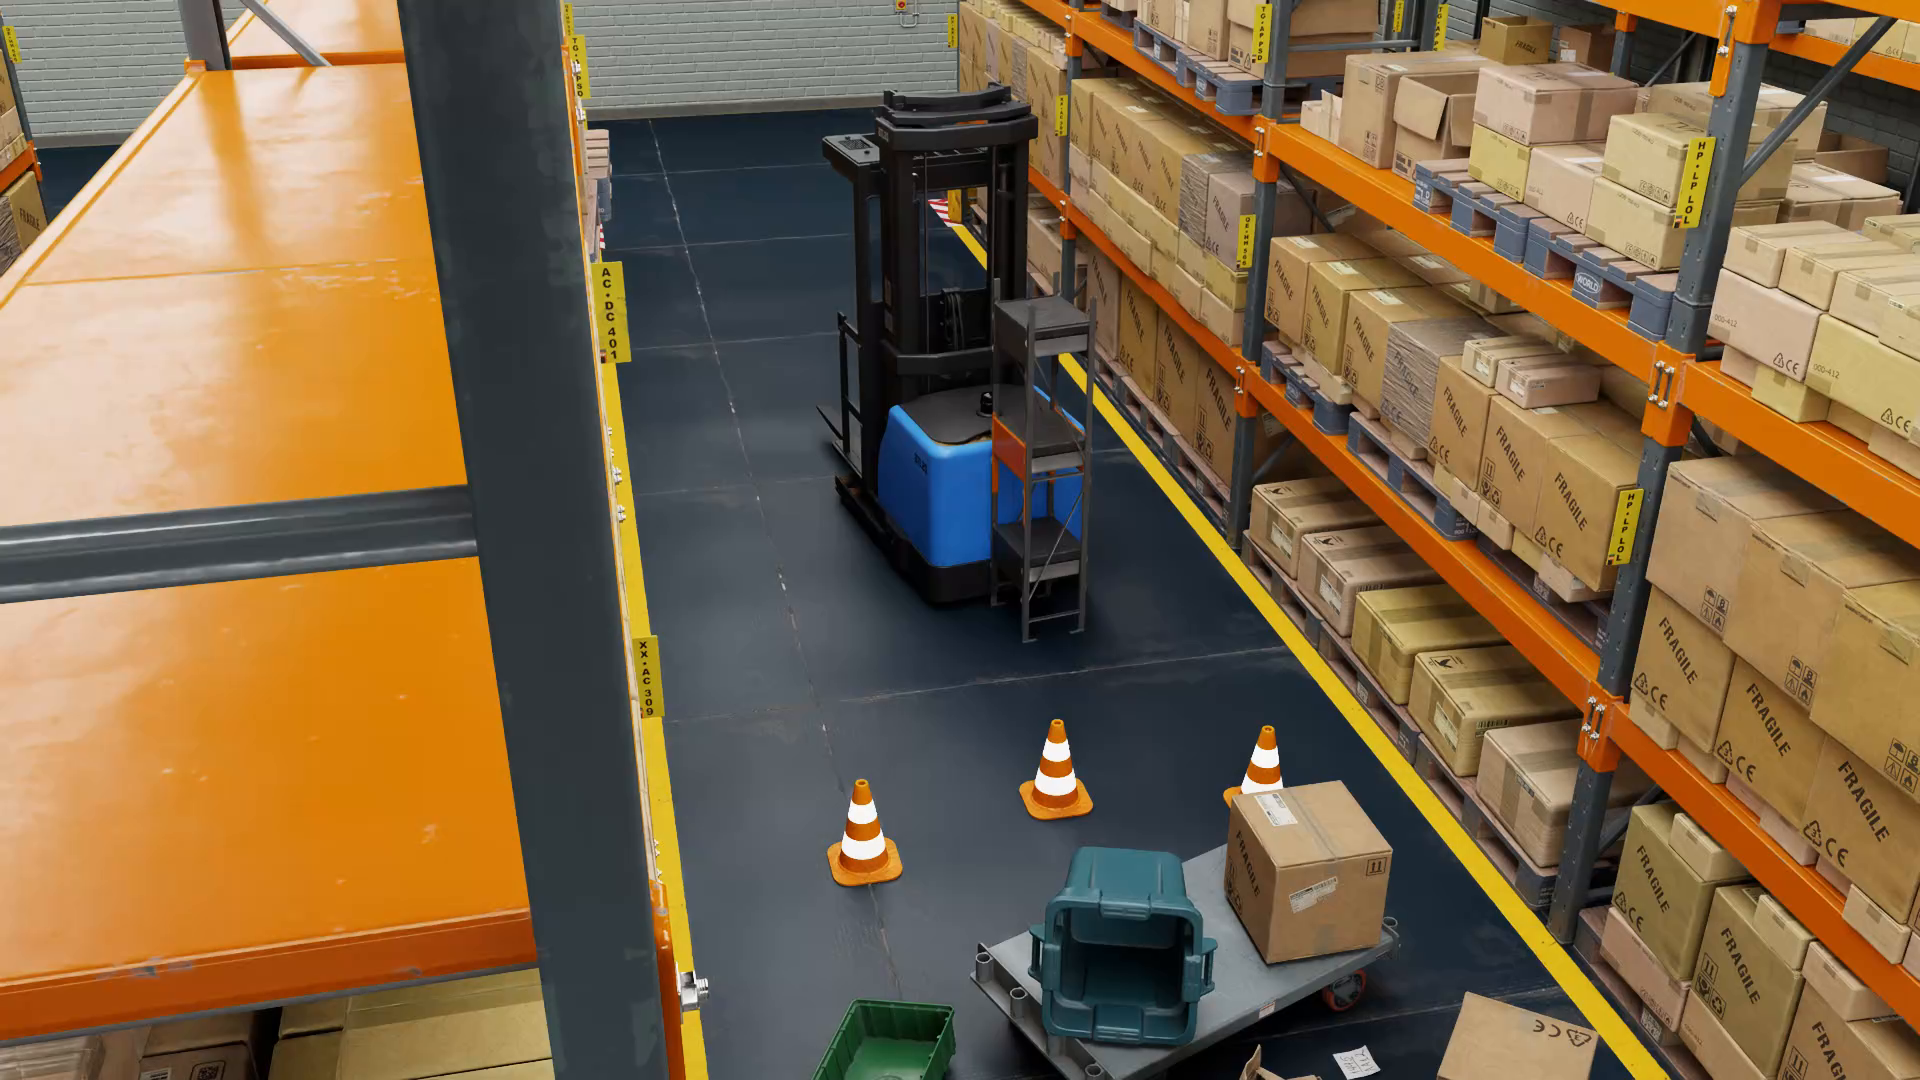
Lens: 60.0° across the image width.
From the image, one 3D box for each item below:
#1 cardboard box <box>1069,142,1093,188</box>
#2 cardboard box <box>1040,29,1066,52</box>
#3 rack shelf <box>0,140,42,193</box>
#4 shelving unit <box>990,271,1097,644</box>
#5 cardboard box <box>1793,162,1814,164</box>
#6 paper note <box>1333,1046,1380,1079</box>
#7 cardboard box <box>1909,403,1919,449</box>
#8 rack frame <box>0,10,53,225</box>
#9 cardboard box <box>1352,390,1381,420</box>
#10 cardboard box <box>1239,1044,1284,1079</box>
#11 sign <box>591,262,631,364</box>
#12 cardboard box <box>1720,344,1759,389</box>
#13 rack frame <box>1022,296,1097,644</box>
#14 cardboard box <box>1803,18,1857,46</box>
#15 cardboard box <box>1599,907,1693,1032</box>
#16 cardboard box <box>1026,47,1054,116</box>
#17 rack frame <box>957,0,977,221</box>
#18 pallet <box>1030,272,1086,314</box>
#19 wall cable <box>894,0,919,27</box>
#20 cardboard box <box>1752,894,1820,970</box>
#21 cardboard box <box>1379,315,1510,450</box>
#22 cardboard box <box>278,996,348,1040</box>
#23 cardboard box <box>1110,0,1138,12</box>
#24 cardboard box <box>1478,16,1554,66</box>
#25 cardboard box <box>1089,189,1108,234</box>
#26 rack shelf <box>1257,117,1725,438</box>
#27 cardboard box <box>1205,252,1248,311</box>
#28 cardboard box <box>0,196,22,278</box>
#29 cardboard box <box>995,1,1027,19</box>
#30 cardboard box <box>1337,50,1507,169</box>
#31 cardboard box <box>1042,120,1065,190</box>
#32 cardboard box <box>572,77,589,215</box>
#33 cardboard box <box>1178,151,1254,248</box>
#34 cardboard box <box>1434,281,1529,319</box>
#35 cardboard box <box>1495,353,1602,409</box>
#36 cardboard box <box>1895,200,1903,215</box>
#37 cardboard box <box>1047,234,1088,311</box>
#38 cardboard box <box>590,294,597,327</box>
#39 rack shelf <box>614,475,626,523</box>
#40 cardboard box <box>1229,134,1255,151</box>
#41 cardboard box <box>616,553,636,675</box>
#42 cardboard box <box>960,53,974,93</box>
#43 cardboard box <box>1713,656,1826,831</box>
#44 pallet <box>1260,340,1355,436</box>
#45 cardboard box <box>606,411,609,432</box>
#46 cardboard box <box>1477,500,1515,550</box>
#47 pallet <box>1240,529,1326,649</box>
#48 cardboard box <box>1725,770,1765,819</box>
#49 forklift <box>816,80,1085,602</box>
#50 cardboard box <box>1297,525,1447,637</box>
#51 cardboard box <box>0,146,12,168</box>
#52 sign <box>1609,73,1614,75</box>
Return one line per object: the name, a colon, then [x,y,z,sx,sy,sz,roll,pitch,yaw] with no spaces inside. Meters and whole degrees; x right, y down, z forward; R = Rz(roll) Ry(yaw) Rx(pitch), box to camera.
cardboard box: [1.193,-3.036,13.395,0.500,0.250,0.500,-7,28,-13]
cardboard box: [0.914,-4.332,14.410,0.380,0.149,0.250,-6,27,-12]
rack shelf: [-8.737,-2.653,13.821,1.077,0.370,4.000,-6,27,-12]
shelving unit: [0.468,-0.458,9.675,0.431,2.100,0.503,-10,28,-19]
cardboard box: [3.315,-1.569,7.248,0.500,0.250,0.500,-6,27,-12]
paper note: [1.629,2.141,6.820,0.148,0.019,0.142,-6,27,-12]
cardboard box: [3.229,-0.327,4.923,0.500,0.250,0.500,-6,27,-11]
rack frame: [-9.188,-3.852,15.399,1.000,3.000,0.127,-6,27,-12]
cardboard box: [2.382,-0.787,9.139,0.380,0.149,0.250,-4,27,-9]
cardboard box: [1.264,2.206,6.431,0.396,0.266,0.258,19,32,32]
sign: [-1.088,-0.705,5.174,0.100,0.325,0.005,-6,27,-12]
cardboard box: [3.001,-0.653,6.012,0.380,0.149,0.250,-6,27,-12]
rack frame: [0.558,-0.356,9.472,0.400,2.100,0.015,-10,28,-19]
cardboard box: [6.526,-3.765,12.064,0.500,0.250,0.500,-6,27,-12]
cardboard box: [3.041,1.736,6.913,0.500,0.250,0.500,-7,28,-14]
cardboard box: [0.887,-3.996,14.463,0.500,0.500,0.500,-6,27,-12]
rack frame: [0.467,-4.858,17.392,1.000,3.000,0.127,-6,27,-12]
pallet: [1.273,-2.199,15.219,1.003,0.211,1.213,-6,27,-12]
wall cable: [-0.826,-7.799,22.056,0.585,1.953,0.123,-6,27,-12]
cardboard box: [3.129,1.399,6.030,0.380,0.149,0.250,-5,27,-10]
cardboard box: [2.502,-0.809,8.463,0.500,0.500,0.500,-7,28,-14]
cardboard box: [-0.701,0.615,2.479,0.500,0.250,0.500,-6,27,-12]
cardboard box: [1.313,-3.933,12.024,0.380,0.166,0.250,-8,28,-15]
cardboard box: [5.480,-4.879,16.439,0.500,0.500,0.500,-5,27,-10]
cardboard box: [1.329,-2.588,13.061,0.500,0.250,0.500,-7,28,-13]
rack shelf: [2.721,-1.486,8.181,1.077,0.370,4.000,-6,27,-12]
cardboard box: [1.913,-1.689,10.726,0.500,0.250,0.500,-6,27,-12]
cardboard box: [-8.761,-2.418,14.451,0.875,0.875,0.875,-6,27,-12]
cardboard box: [0.540,-4.997,15.728,0.380,0.149,0.250,-6,27,-11]
cardboard box: [2.474,-2.313,8.909,0.700,0.500,0.500,-6,27,-12]
cardboard box: [1.015,-3.324,14.243,0.500,0.500,0.500,-6,27,-11]
cardboard box: [-1.865,-1.680,7.079,0.500,0.500,0.500,-6,27,-12]
cardboard box: [1.775,-2.262,11.028,0.500,0.500,0.500,-5,27,-11]
cardboard box: [2.885,-1.092,9.024,0.500,0.500,0.500,-8,28,-15]
cardboard box: [2.679,-0.725,7.578,0.380,0.149,0.250,-7,28,-13]
cardboard box: [6.552,-2.402,12.228,0.500,0.250,0.500,-7,28,-14]
cardboard box: [1.332,-2.432,14.964,0.875,0.438,0.875,-6,27,-12]
cardboard box: [-1.123,-0.509,4.263,0.380,0.149,0.250,-6,27,-12]
rack shelf: [-1.178,0.817,3.618,1.077,0.370,4.000,-6,27,-12]
cardboard box: [2.174,-2.524,11.547,0.500,0.500,0.500,-5,27,-10]
cardboard box: [-0.778,0.161,2.936,0.380,0.149,0.250,-6,27,-12]
cardboard box: [0.296,-4.663,16.895,0.500,0.500,0.500,-6,27,-12]
cardboard box: [3.135,0.672,5.995,0.500,0.500,0.500,-6,27,-12]
pallet: [2.534,-0.958,9.879,1.213,0.211,1.003,-6,27,-12]
cardboard box: [-1.178,-0.264,4.663,0.380,0.149,0.250,-6,27,-11]
cardboard box: [2.651,-0.090,7.759,0.380,0.149,0.250,-6,27,-12]
pallet: [2.445,0.242,10.383,1.003,0.211,1.213,-6,27,-12]
cardboard box: [3.127,0.912,6.239,0.380,0.149,0.250,-6,27,-12]
forklift: [-0.227,-1.570,10.953,1.130,2.935,3.031,-10,28,-19]
cardboard box: [2.562,0.212,9.798,0.950,0.372,0.625,-6,27,-13]
cardboard box: [-8.671,-3.392,14.766,0.380,0.149,0.250,-6,27,-11]
sign: [5.677,-3.936,14.604,0.100,0.325,0.005,-6,27,-12]
